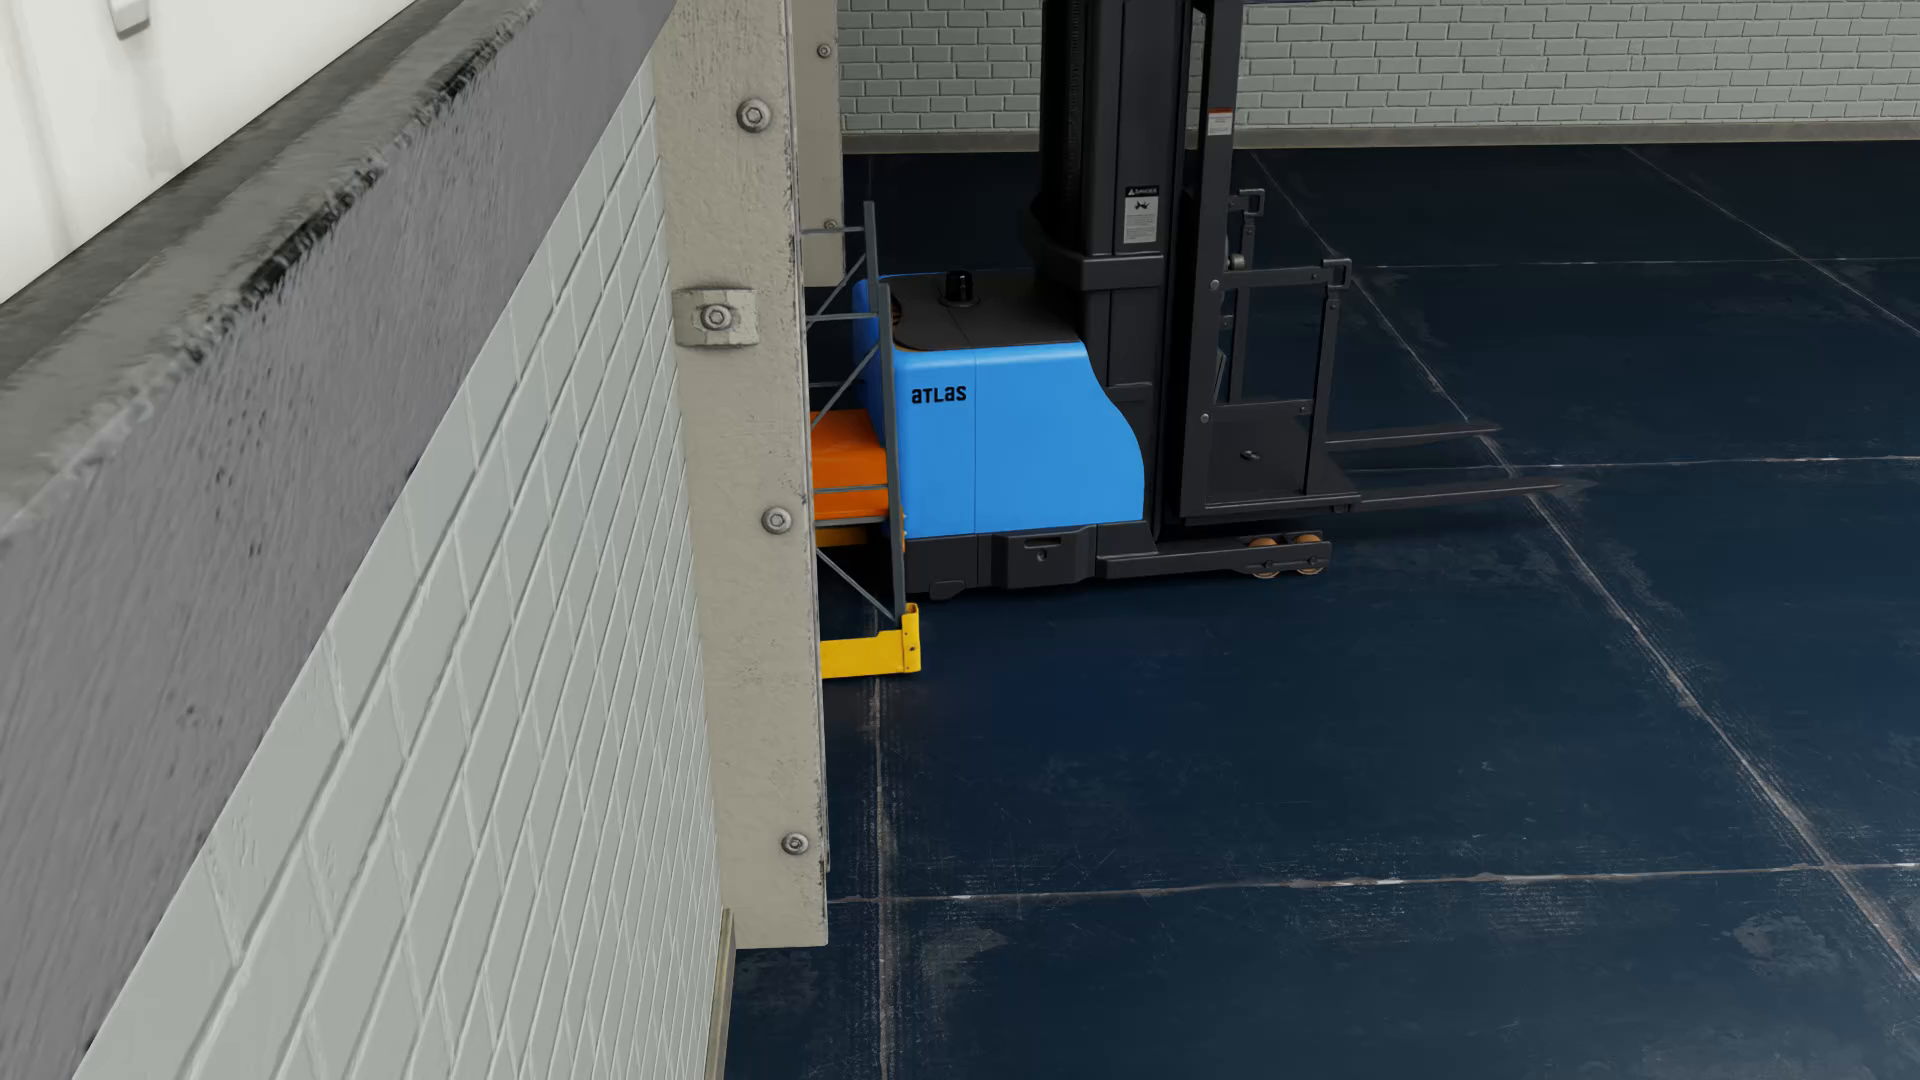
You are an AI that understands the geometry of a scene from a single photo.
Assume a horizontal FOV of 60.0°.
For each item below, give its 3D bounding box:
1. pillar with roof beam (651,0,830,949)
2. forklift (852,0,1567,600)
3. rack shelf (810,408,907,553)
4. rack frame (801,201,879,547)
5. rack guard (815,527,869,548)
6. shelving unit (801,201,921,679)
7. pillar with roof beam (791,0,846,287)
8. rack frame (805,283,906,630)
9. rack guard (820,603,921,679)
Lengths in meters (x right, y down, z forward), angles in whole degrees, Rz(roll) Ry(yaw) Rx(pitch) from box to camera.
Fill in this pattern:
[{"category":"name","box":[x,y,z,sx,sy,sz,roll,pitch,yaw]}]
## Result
[{"category":"pillar with roof beam","box":[3.741,-2.977,3.227,9.100,9.000,0.400,-1,28,-3]},{"category":"forklift","box":[1.094,-1.374,6.715,3.031,2.935,1.130,-5,28,-9]},{"category":"rack shelf","box":[-0.507,-0.242,6.426,0.538,0.185,1.000,-4,27,-4]},{"category":"rack frame","box":[-0.561,-0.632,6.795,0.500,1.500,0.032,-4,27,-4]},{"category":"rack guard","box":[-0.540,-0.067,7.063,0.587,0.250,0.087,-4,27,-4]},{"category":"shelving unit","box":[-0.511,-0.398,6.336,0.587,1.500,1.083,-4,27,-4]},{"category":"pillar with roof beam","box":[3.428,-5.748,8.540,9.100,9.000,0.400,-1,28,-3]},{"category":"rack frame","box":[-0.463,-0.173,5.893,0.500,1.500,0.032,-4,27,-4]},{"category":"rack guard","box":[-0.445,0.383,6.180,0.587,0.250,0.087,-4,27,-4]}]
